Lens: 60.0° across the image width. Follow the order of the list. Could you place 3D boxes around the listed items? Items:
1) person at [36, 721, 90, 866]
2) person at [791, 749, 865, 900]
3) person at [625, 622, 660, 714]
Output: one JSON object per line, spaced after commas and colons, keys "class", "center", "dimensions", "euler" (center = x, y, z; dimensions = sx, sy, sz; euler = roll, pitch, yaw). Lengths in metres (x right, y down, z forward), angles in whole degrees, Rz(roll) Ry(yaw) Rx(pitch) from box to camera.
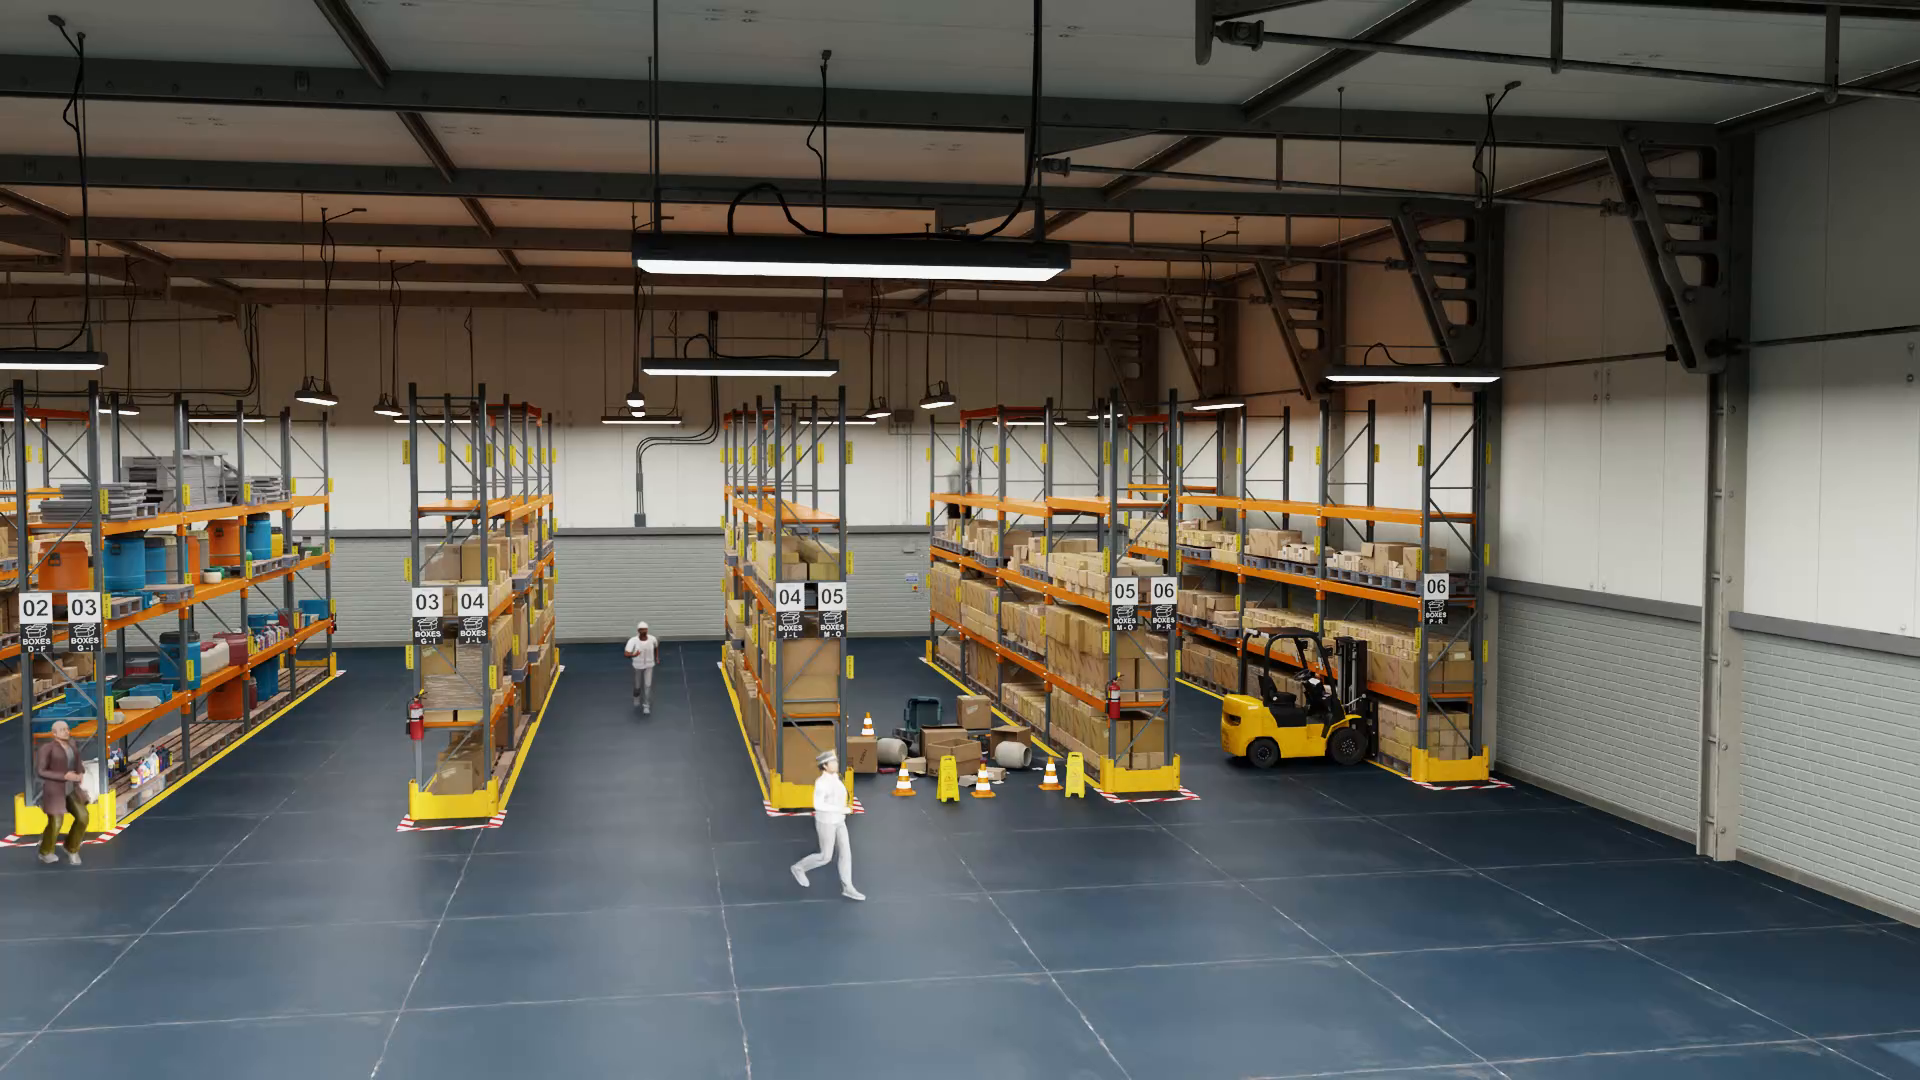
{"class": "person", "center": [-10.913, 3.106, 20.262], "dimensions": [0.783, 1.826, 0.726], "euler": [1, 3, 25]}
{"class": "person", "center": [-1.483, 3.199, 18.788], "dimensions": [0.901, 1.692, 0.616], "euler": [1, 3, 23]}
{"class": "person", "center": [-6.171, 2.461, 32.311], "dimensions": [0.702, 1.747, 0.953], "euler": [-1, 3, -20]}
